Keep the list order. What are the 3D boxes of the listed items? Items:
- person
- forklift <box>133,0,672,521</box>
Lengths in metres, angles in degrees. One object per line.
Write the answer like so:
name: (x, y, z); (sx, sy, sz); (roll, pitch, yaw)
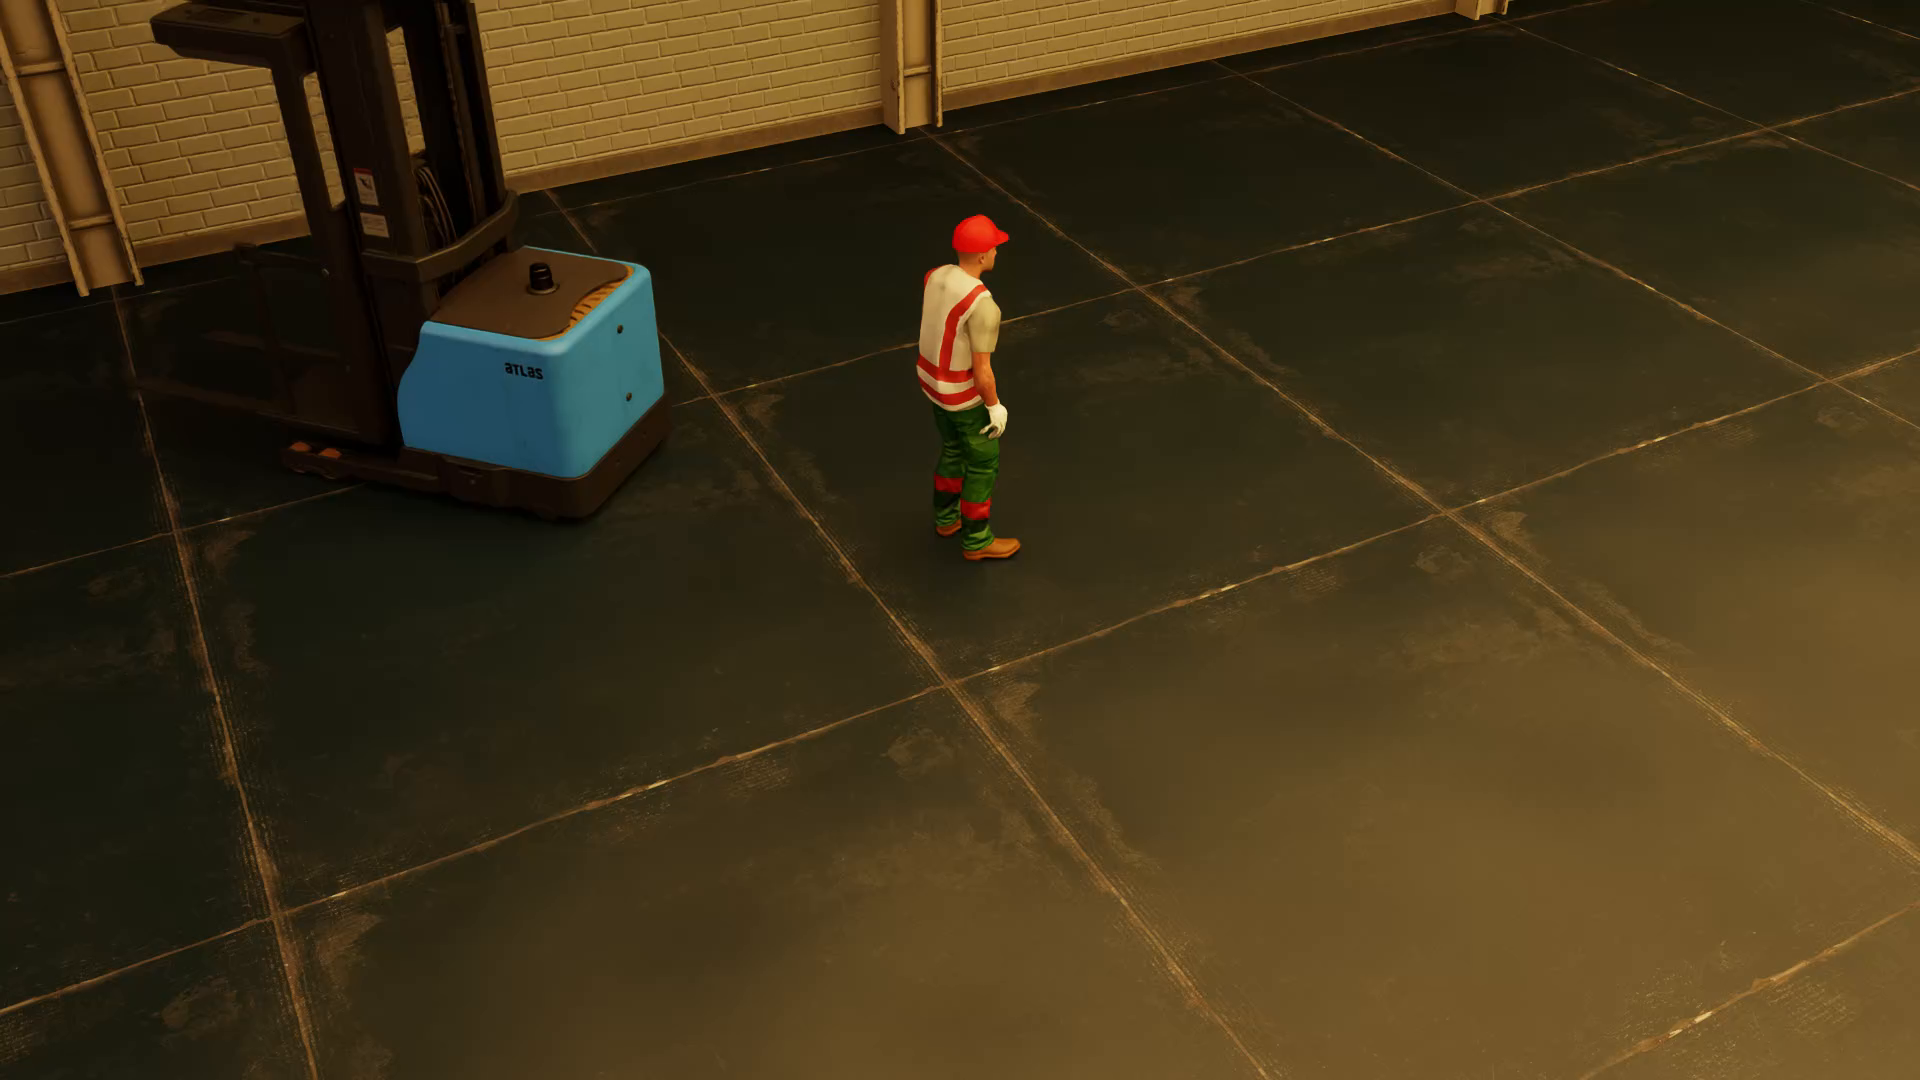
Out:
person: (0.036, -0.741, 8.173); (0.450, 1.778, 0.608); (-18, 39, -24)
forklift: (-3.211, -1.807, 8.680); (3.031, 2.935, 1.130); (11, 37, 15)
